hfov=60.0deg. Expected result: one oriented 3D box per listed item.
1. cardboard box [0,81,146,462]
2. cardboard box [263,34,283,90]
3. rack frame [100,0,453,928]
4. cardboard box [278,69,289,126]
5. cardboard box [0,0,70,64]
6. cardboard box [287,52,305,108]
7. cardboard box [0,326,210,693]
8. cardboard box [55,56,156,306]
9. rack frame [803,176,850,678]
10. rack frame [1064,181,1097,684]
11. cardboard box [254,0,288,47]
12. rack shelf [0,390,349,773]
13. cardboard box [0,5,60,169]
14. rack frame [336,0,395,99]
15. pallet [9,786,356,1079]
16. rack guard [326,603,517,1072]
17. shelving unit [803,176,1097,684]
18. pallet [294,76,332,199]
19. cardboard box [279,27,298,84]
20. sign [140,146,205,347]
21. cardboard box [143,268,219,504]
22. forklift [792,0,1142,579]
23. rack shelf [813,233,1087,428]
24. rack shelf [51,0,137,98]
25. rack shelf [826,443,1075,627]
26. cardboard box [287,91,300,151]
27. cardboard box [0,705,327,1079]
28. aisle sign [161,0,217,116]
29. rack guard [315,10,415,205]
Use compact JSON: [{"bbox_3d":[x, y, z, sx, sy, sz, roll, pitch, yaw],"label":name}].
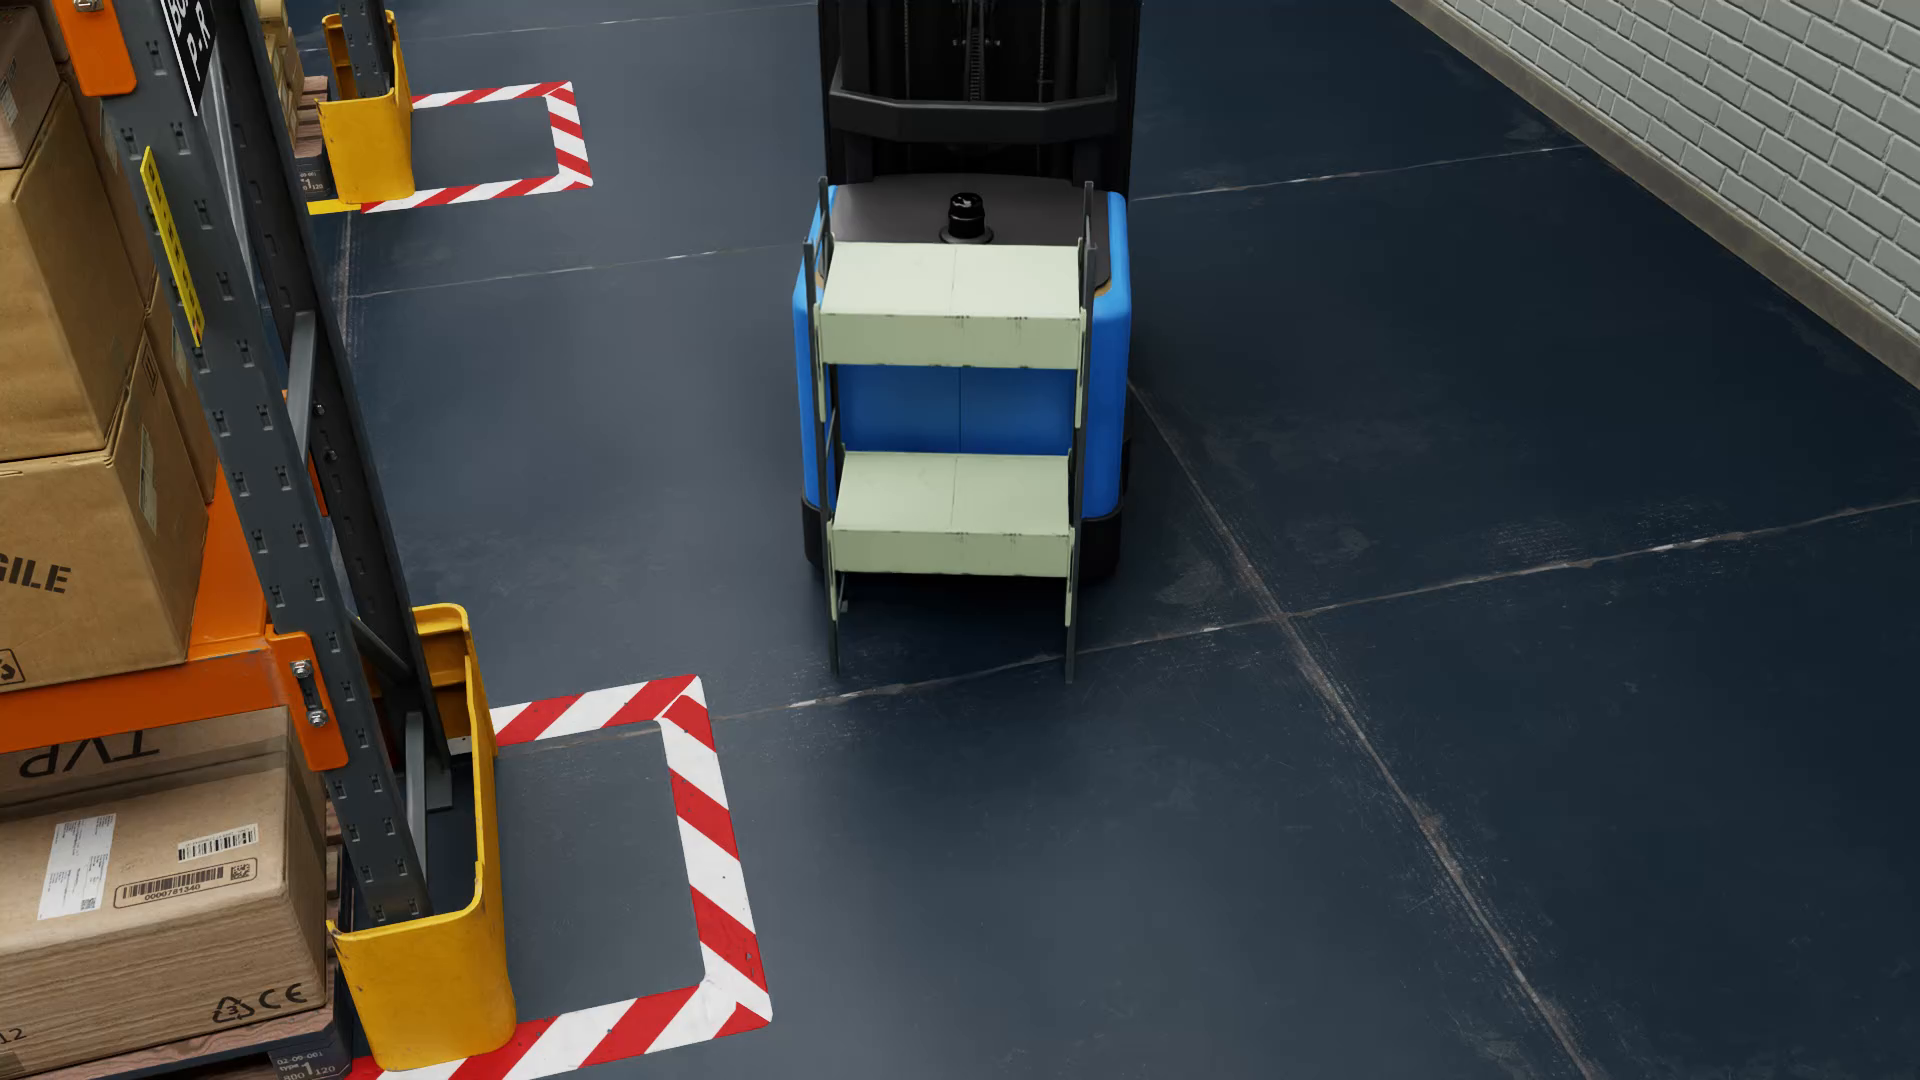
[{"bbox_3d":[-1.839,-0.472,2.993,0.500,0.500,0.500,-8,38,-10],"label":"cardboard box"},{"bbox_3d":[-3.269,-2.177,7.638,0.250,0.149,0.380,-9,38,-11],"label":"cardboard box"},{"bbox_3d":[-1.435,-0.251,3.610,0.127,3.000,1.000,-9,38,-12],"label":"rack frame"},{"bbox_3d":[-3.259,-2.040,7.704,0.250,0.149,0.380,-10,39,-13],"label":"cardboard box"},{"bbox_3d":[-1.850,-1.052,3.217,0.250,0.149,0.380,-9,38,-11],"label":"cardboard box"},{"bbox_3d":[-3.413,-2.278,8.260,0.250,0.149,0.380,-9,38,-11],"label":"cardboard box"},{"bbox_3d":[-1.832,-0.059,3.276,0.500,0.500,0.500,-9,38,-12],"label":"cardboard box"},{"bbox_3d":[-1.973,-0.779,3.395,0.500,0.500,0.500,-10,39,-13],"label":"cardboard box"},{"bbox_3d":[-0.385,-0.287,4.891,0.023,1.500,0.400,1,37,2],"label":"rack frame"},{"bbox_3d":[0.347,-0.269,4.867,0.023,1.500,0.400,1,37,2],"label":"rack frame"},{"bbox_3d":[-3.418,-2.526,8.094,0.250,0.149,0.380,-11,39,-14],"label":"cardboard box"},{"bbox_3d":[-3.366,0.351,3.414,4.000,0.370,1.077,-9,38,-12],"label":"rack shelf"},{"bbox_3d":[-1.730,-0.771,2.851,0.250,0.149,0.380,-9,38,-11],"label":"cardboard box"},{"bbox_3d":[-2.824,-3.139,7.384,0.127,3.000,1.000,-9,38,-12],"label":"rack frame"},{"bbox_3d":[-2.187,1.029,4.231,1.213,0.211,1.003,-9,38,-12],"label":"pallet"},{"bbox_3d":[-1.412,0.738,4.374,0.348,0.500,1.175,-9,38,-12],"label":"rack guard"},{"bbox_3d":[-0.019,-0.278,4.879,0.755,1.500,0.431,1,37,2],"label":"shelving unit"},{"bbox_3d":[-3.691,-1.911,8.075,1.213,0.211,1.003,-9,38,-12],"label":"pallet"},{"bbox_3d":[-3.396,-2.359,8.121,0.250,0.149,0.380,-8,38,-10],"label":"cardboard box"},{"bbox_3d":[-1.307,-0.485,2.767,0.005,0.325,0.100,-9,38,-12],"label":"sign"},{"bbox_3d":[-1.974,-0.383,3.700,0.500,0.500,0.500,-10,38,-12],"label":"cardboard box"},{"bbox_3d":[0.077,-1.911,5.836,1.130,2.935,3.031,2,37,2],"label":"forklift"},{"bbox_3d":[-0.019,-0.588,4.642,0.720,0.370,0.431,1,37,2],"label":"rack shelf"},{"bbox_3d":[-3.366,-0.840,2.503,4.000,0.370,1.077,-9,38,-12],"label":"rack shelf"},{"bbox_3d":[-0.019,-0.019,5.077,0.720,0.370,0.431,1,37,2],"label":"rack shelf"},{"bbox_3d":[-3.277,-1.968,7.854,0.250,0.149,0.380,-9,38,-11],"label":"cardboard box"},{"bbox_3d":[-2.047,0.763,4.047,0.875,0.438,0.875,-11,39,-13],"label":"cardboard box"},{"bbox_3d":[-1.285,-1.113,2.597,0.004,0.787,0.394,-9,38,-12],"label":"aisle sign"},{"bbox_3d":[-2.897,-2.134,8.128,0.348,0.500,1.175,-9,38,-12],"label":"rack guard"}]
